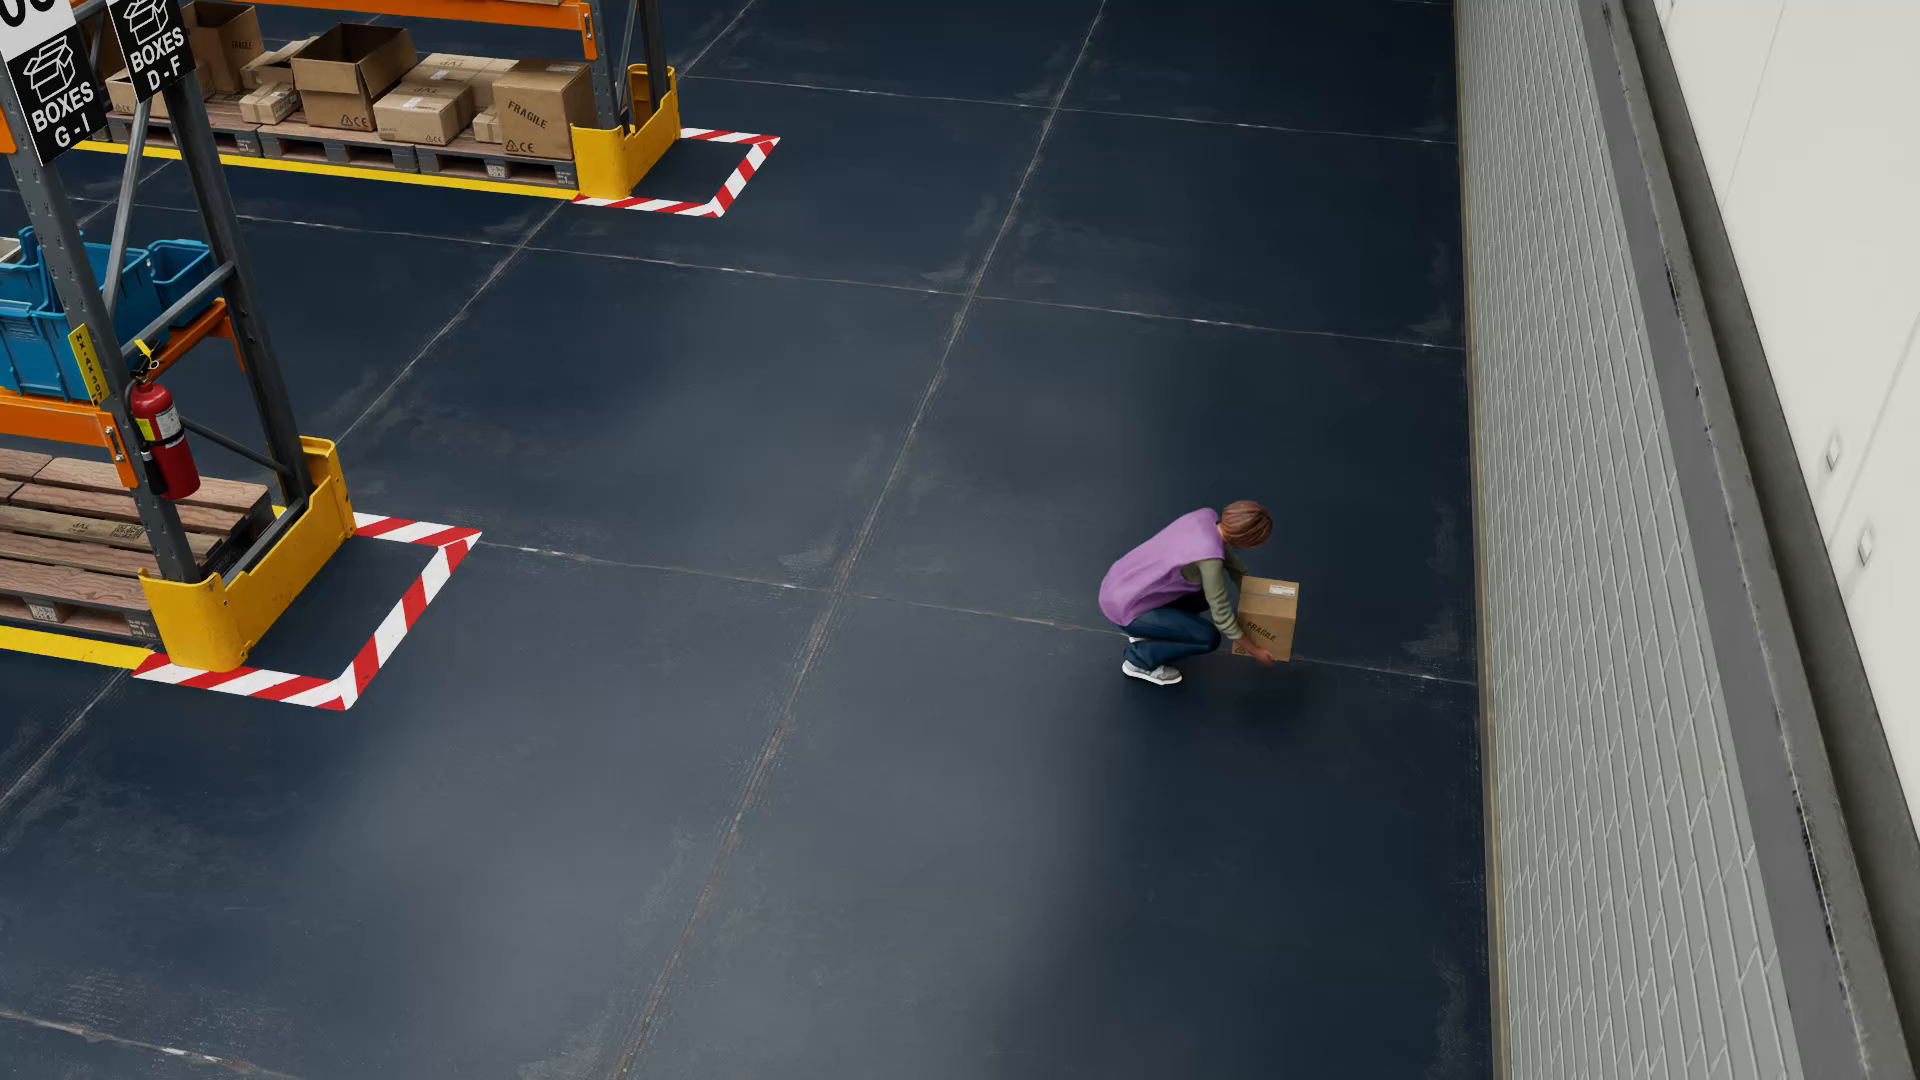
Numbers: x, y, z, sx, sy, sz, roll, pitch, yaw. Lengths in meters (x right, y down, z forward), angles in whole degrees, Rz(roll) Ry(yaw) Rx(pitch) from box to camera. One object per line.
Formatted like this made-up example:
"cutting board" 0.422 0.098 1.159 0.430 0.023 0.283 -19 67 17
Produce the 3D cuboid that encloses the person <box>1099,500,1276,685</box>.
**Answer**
"person" 1.016 0.217 7.284 0.802 0.881 0.450 8 38 10
